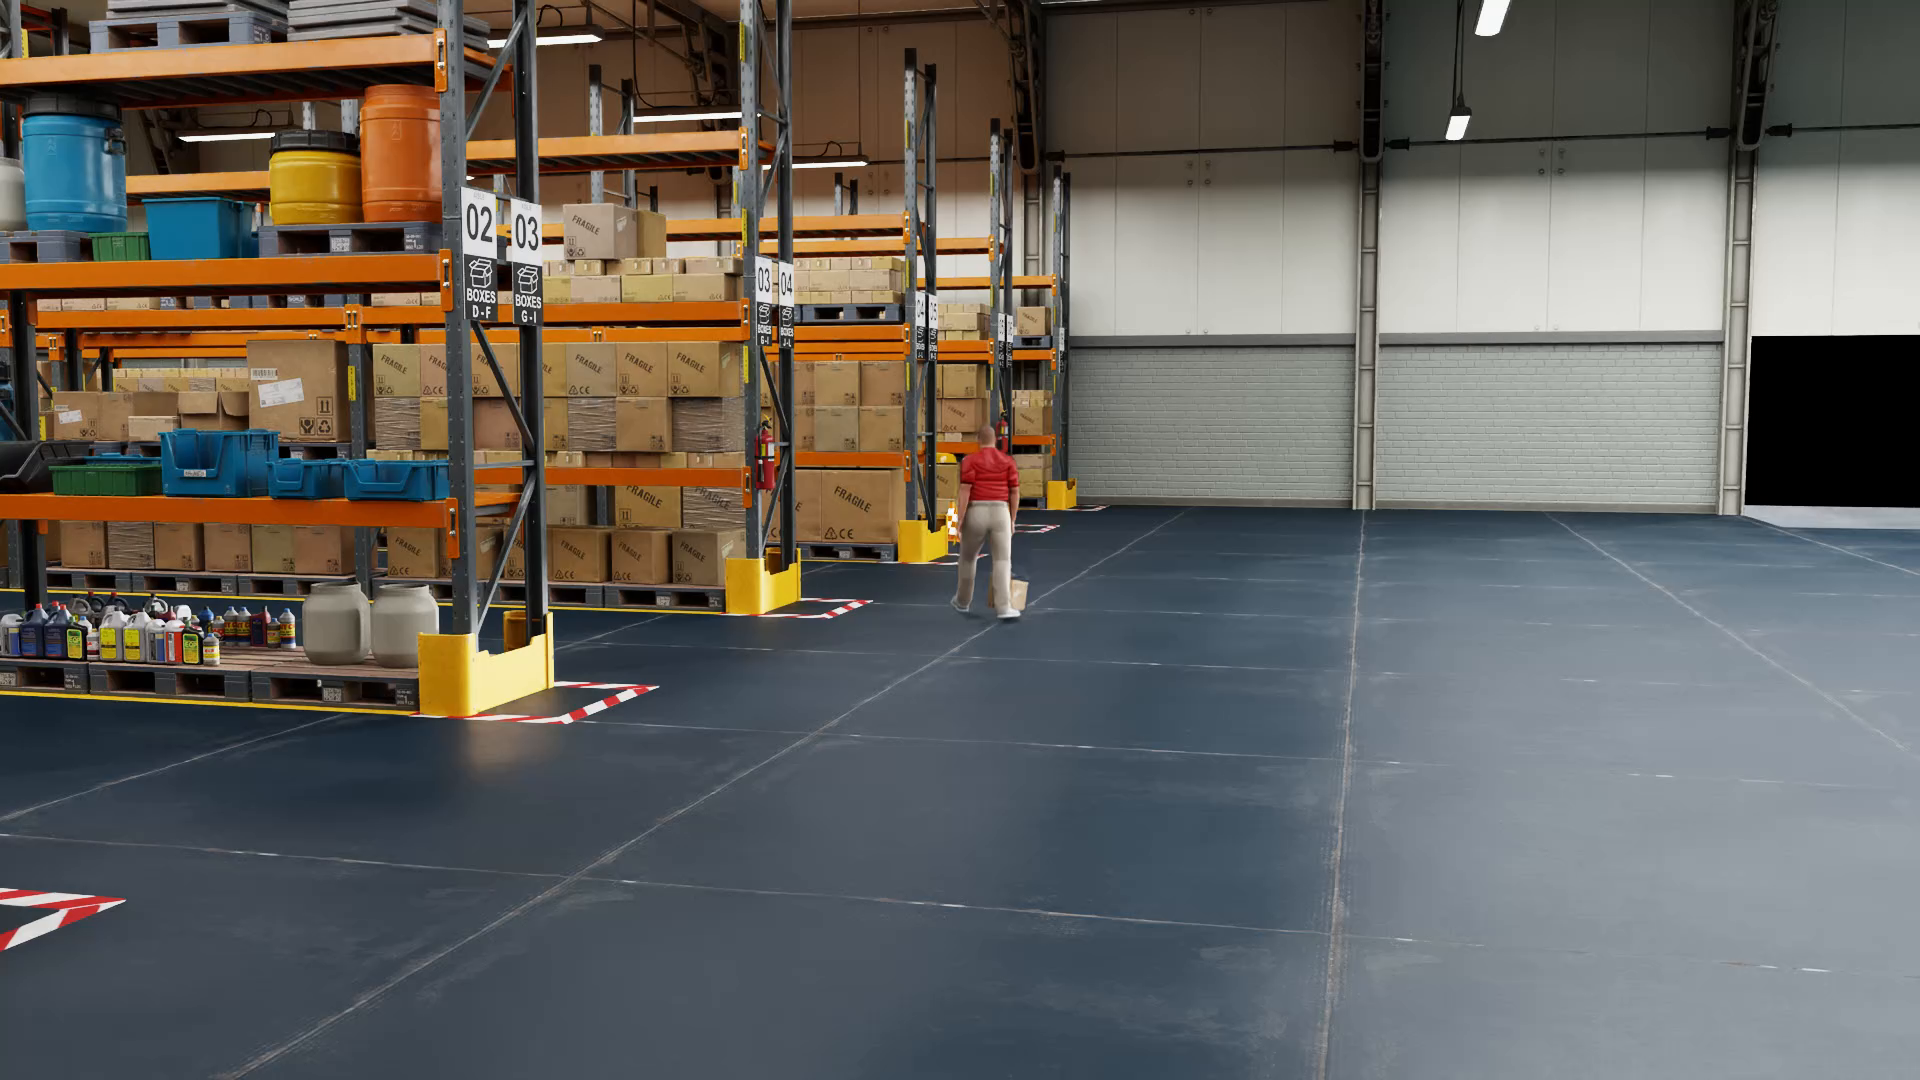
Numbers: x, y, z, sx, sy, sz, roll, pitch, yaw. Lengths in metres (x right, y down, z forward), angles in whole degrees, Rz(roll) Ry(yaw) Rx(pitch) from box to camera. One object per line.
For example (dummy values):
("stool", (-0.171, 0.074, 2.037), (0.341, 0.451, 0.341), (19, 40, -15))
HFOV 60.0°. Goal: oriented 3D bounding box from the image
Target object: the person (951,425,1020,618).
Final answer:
("person", (0.235, -0.174, 14.736), (0.577, 1.678, 0.922), (-1, 5, -7))
